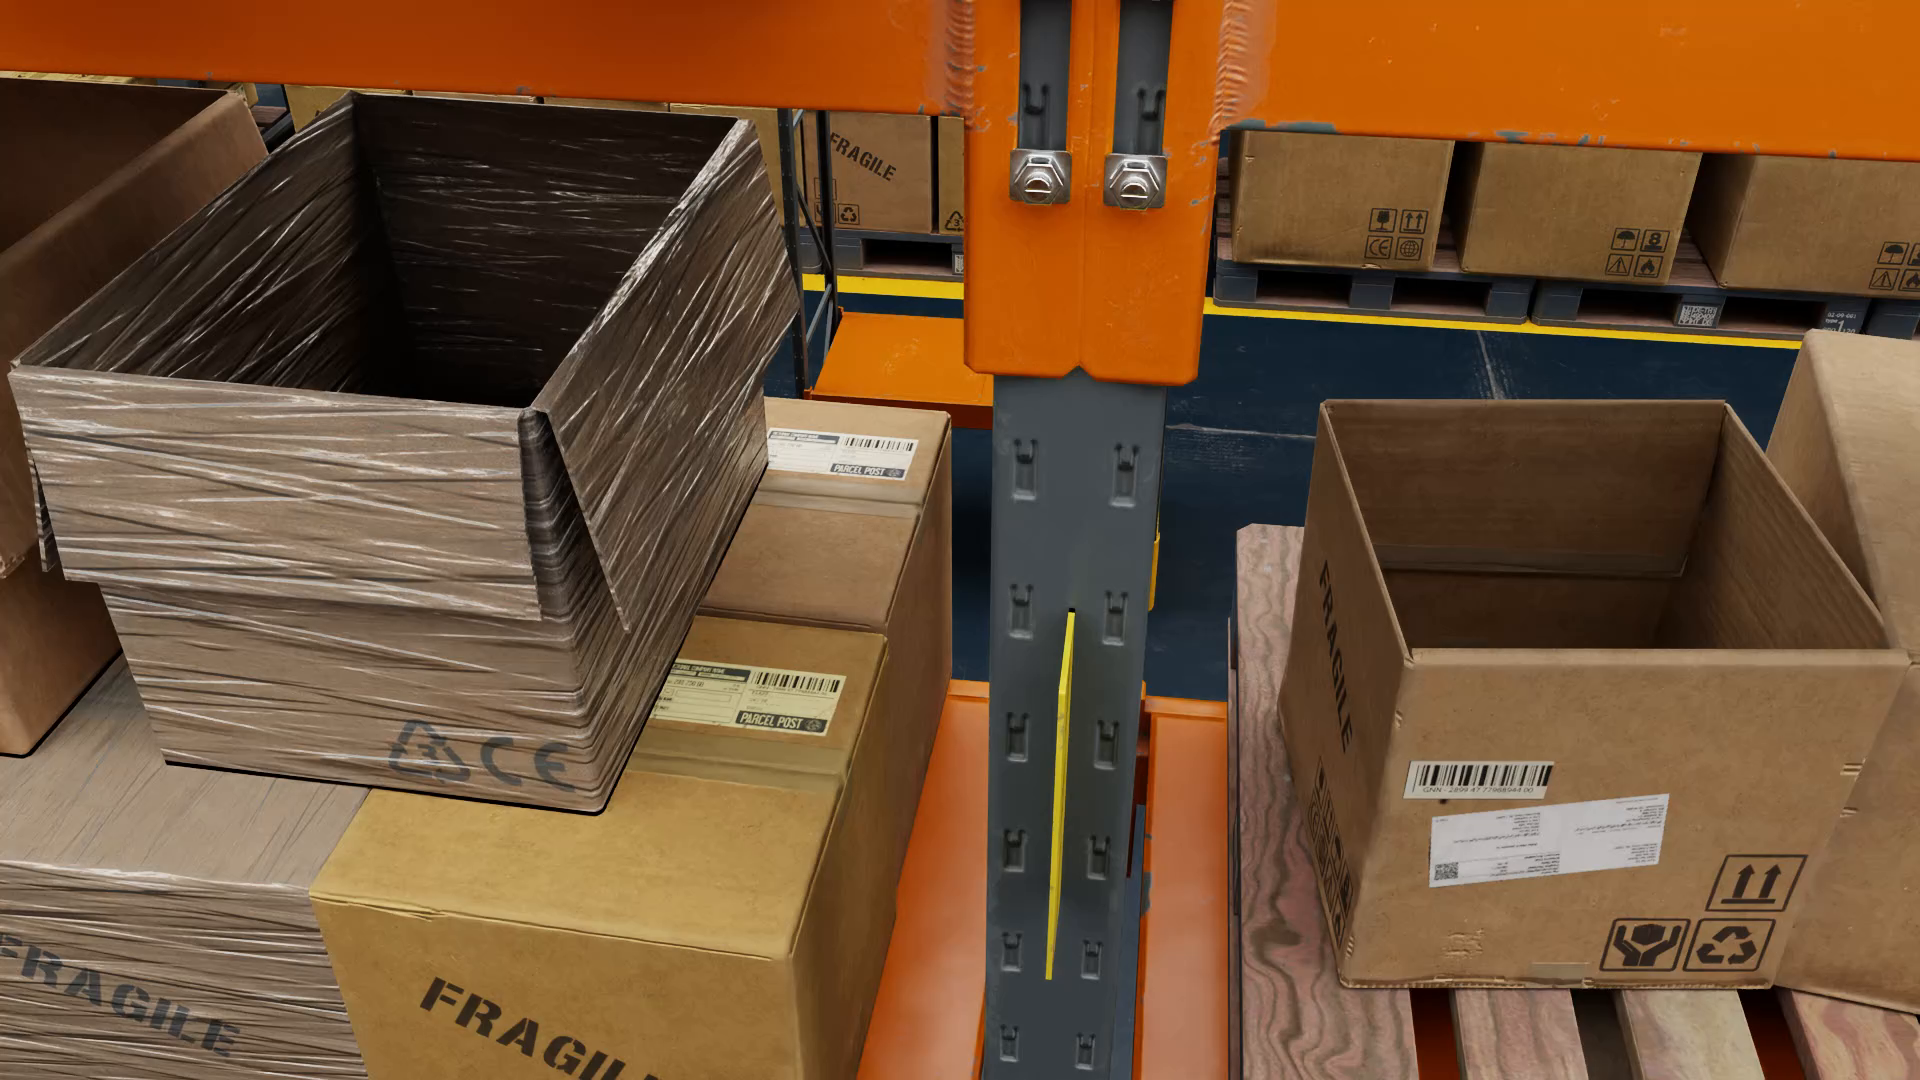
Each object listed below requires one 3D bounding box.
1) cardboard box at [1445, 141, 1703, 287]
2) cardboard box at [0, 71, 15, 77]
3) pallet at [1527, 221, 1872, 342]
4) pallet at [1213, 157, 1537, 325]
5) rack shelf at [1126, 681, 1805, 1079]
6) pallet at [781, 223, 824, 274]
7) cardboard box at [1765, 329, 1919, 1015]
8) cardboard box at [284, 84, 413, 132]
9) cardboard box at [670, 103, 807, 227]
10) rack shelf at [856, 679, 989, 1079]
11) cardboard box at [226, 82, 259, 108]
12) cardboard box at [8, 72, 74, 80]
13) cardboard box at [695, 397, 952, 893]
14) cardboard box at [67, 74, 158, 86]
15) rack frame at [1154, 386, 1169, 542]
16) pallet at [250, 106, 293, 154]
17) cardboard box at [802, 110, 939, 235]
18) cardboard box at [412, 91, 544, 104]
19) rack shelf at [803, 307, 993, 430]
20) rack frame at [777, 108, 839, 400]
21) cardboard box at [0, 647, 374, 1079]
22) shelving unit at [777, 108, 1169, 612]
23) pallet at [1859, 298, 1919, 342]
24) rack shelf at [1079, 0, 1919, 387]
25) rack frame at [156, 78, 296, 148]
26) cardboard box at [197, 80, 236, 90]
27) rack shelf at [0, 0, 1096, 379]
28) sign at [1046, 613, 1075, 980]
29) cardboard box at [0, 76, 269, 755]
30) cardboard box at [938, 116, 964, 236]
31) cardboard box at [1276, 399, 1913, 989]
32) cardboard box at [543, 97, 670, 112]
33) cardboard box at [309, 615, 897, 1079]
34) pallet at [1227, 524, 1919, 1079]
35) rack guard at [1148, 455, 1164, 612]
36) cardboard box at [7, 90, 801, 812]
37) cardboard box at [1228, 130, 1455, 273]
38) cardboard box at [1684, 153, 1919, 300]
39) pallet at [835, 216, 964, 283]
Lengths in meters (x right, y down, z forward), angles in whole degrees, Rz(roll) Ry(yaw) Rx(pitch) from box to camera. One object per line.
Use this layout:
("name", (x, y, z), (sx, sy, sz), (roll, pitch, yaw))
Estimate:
("cardboard box", (2.342, -1.578, 6.454), (0.750, 0.750, 1.050), (5, 36, 7))
("cardboard box", (-3.978, -1.918, 6.936), (0.250, 0.149, 0.380), (4, 36, 6))
("pallet", (2.860, -1.154, 6.685), (1.213, 0.211, 1.003), (4, 36, 6))
("pallet", (1.654, -1.246, 6.814), (1.213, 0.211, 1.003), (4, 36, 6))
("rack shelf", (2.133, 0.809, 2.154), (4.000, 0.370, 1.077), (4, 36, 6))
("pallet", (-1.100, -1.498, 7.167), (1.213, 0.211, 1.003), (4, 36, 6))
("cardboard box", (1.257, 0.157, 2.001), (0.500, 0.500, 0.700), (9, 37, 13))
("cardboard box", (-2.387, -1.724, 6.874), (0.500, 0.500, 0.500), (6, 36, 8))
("cardboard box", (-0.846, -1.604, 6.706), (0.500, 0.500, 0.500), (3, 36, 4))
("rack shelf", (-1.834, 0.513, 2.569), (4.000, 0.370, 1.077), (4, 36, 6))
("cardboard box", (-3.406, -2.001, 7.564), (0.250, 0.149, 0.380), (3, 36, 4))
("cardboard box", (-3.731, -1.904, 6.916), (0.250, 0.149, 0.380), (5, 36, 7))
("cardboard box", (-0.298, 0.134, 2.393), (0.500, 0.500, 0.500), (5, 36, 7))
("cardboard box", (-3.472, -1.908, 6.921), (0.250, 0.149, 0.380), (5, 36, 7))
("rack frame", (0.589, -0.567, 4.753), (0.032, 1.500, 0.500), (4, 36, 6))
("pallet", (-3.757, -1.673, 7.412), (1.213, 0.211, 1.003), (4, 36, 6))
("cardboard box", (-0.319, -1.575, 6.664), (0.500, 0.500, 0.500), (6, 36, 8))
("cardboard box", (-1.862, -1.686, 6.821), (0.500, 0.500, 0.500), (6, 36, 8))
("rack shelf", (0.085, -0.458, 4.910), (1.000, 0.185, 0.538), (4, 36, 6))
("rack frame", (-0.420, -0.642, 4.858), (0.032, 1.500, 0.500), (4, 36, 6))
("cardboard box", (-0.865, 0.393, 2.031), (0.500, 0.500, 0.500), (4, 36, 6))
("shelving unit", (0.076, -0.605, 4.806), (1.083, 1.500, 0.587), (4, 36, 6))
("pallet", (4.074, -1.065, 6.561), (1.213, 0.211, 1.003), (4, 36, 6))
("rack shelf", (2.133, -0.412, 1.283), (4.000, 0.370, 1.077), (4, 36, 6))
("rack frame", (-3.086, -2.778, 6.561), (0.127, 3.000, 1.000), (4, 36, 6))
("cardboard box", (-3.405, -2.121, 7.477), (0.250, 0.149, 0.380), (6, 36, 8))
("rack shelf", (-1.834, -0.708, 1.697), (4.000, 0.370, 1.077), (4, 36, 6))
("sign", (0.082, 0.217, 1.368), (0.005, 0.325, 0.100), (4, 36, 6))
("cardboard box", (-1.220, -0.194, 1.991), (0.637, 0.503, 0.797), (5, 36, 7))
("cardboard box", (0.195, -1.534, 6.608), (0.500, 0.500, 0.500), (4, 36, 6))
("cardboard box", (0.690, 0.173, 1.978), (0.500, 0.500, 0.500), (0, 36, 0))
("cardboard box", (-1.341, -1.655, 6.778), (0.500, 0.500, 0.500), (5, 36, 7))
("cardboard box", (-0.372, 0.433, 1.975), (0.500, 0.500, 0.500), (5, 36, 7))
("pallet", (0.870, 0.437, 2.220), (1.003, 0.211, 1.213), (4, 36, 6))
("rack guard", (0.570, -0.059, 5.118), (0.087, 0.250, 0.587), (4, 36, 6))
("cardboard box", (-0.574, -0.145, 1.921), (0.637, 0.503, 0.797), (5, 36, 8))
("cardboard box", (1.474, -1.641, 6.542), (0.750, 0.750, 1.050), (4, 36, 5))
("cardboard box", (3.265, -1.509, 6.358), (0.750, 0.750, 1.050), (4, 36, 6))
("pallet", (0.107, -1.406, 7.039), (1.213, 0.211, 1.003), (4, 36, 6))
